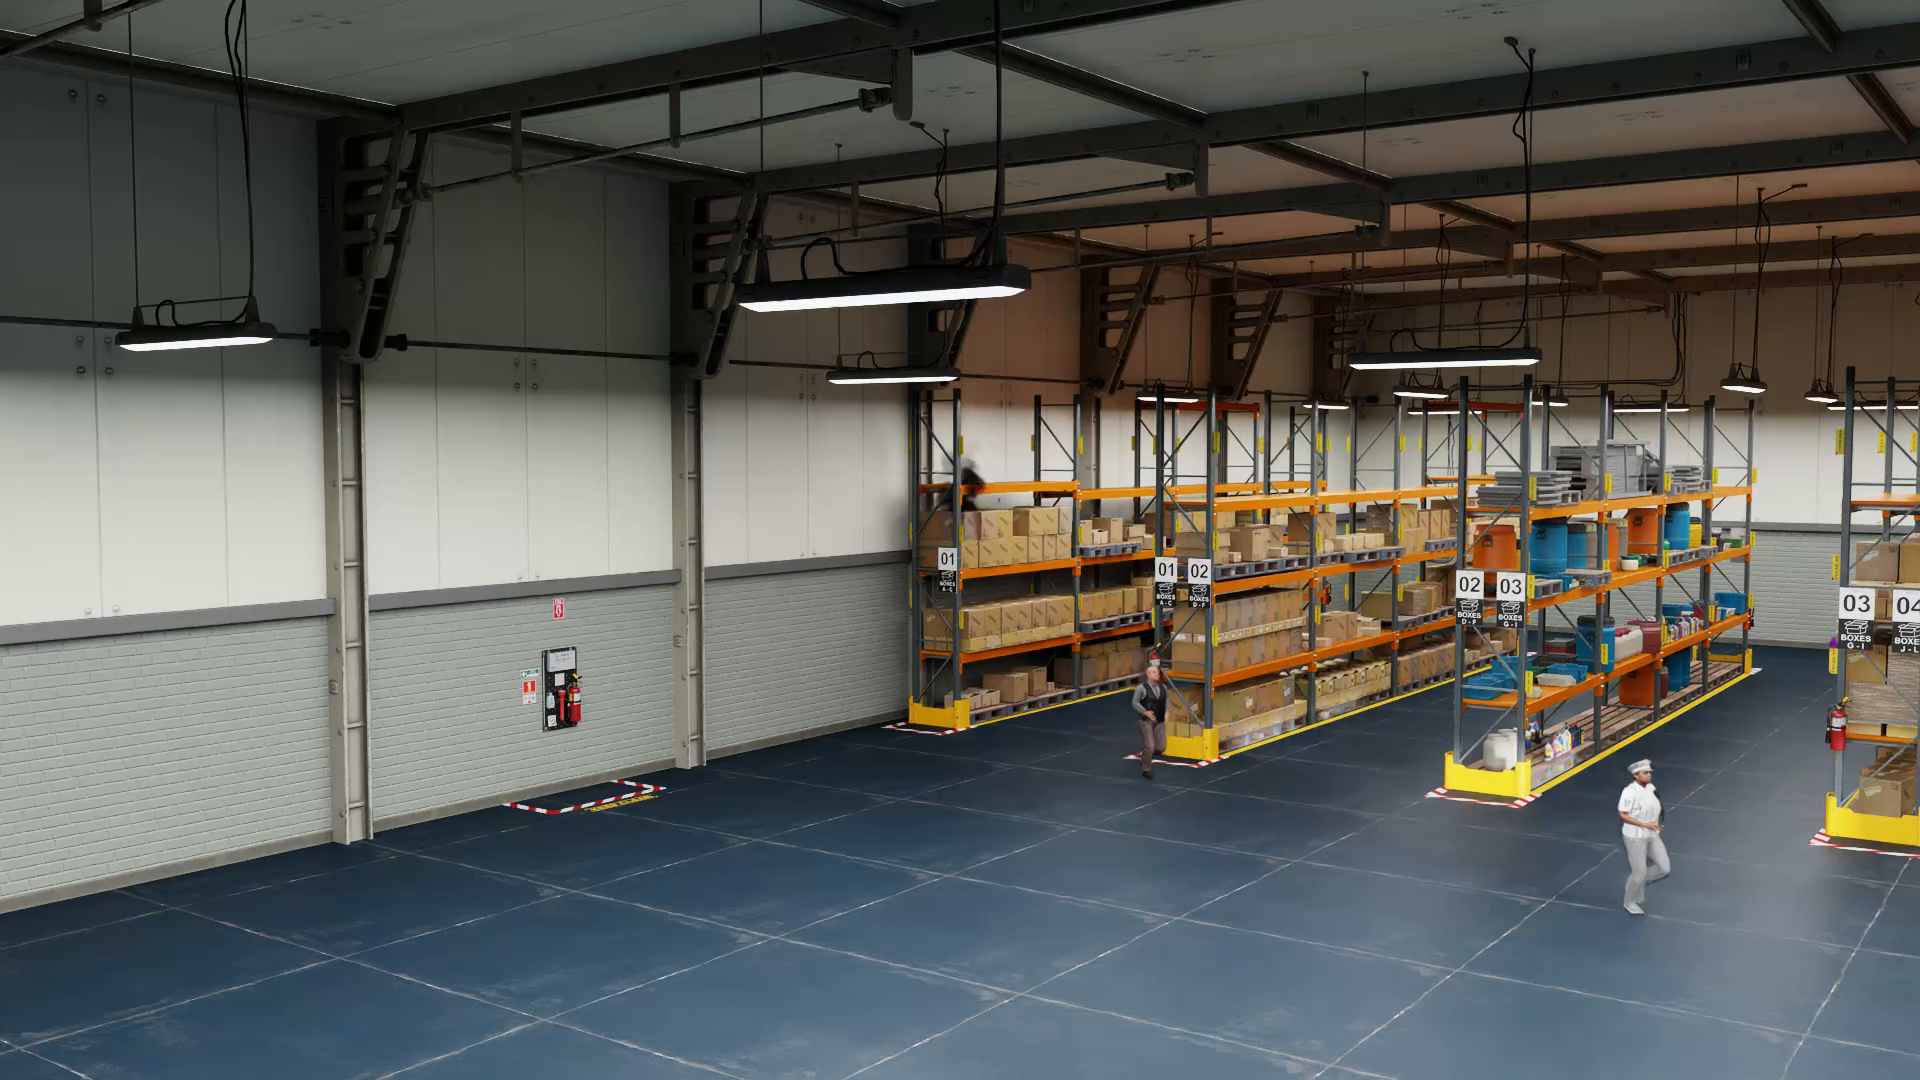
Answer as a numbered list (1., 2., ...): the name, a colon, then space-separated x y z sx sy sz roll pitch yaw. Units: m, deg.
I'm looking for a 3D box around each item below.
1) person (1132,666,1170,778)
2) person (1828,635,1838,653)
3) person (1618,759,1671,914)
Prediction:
1. person: 2.907 2.740 25.122 0.705 1.682 0.619 -2 4 -25
2. person: 16.438 2.366 30.756 0.681 1.838 0.810 2 4 37
3. person: 7.296 3.158 17.687 0.624 1.671 0.537 -1 4 -25
